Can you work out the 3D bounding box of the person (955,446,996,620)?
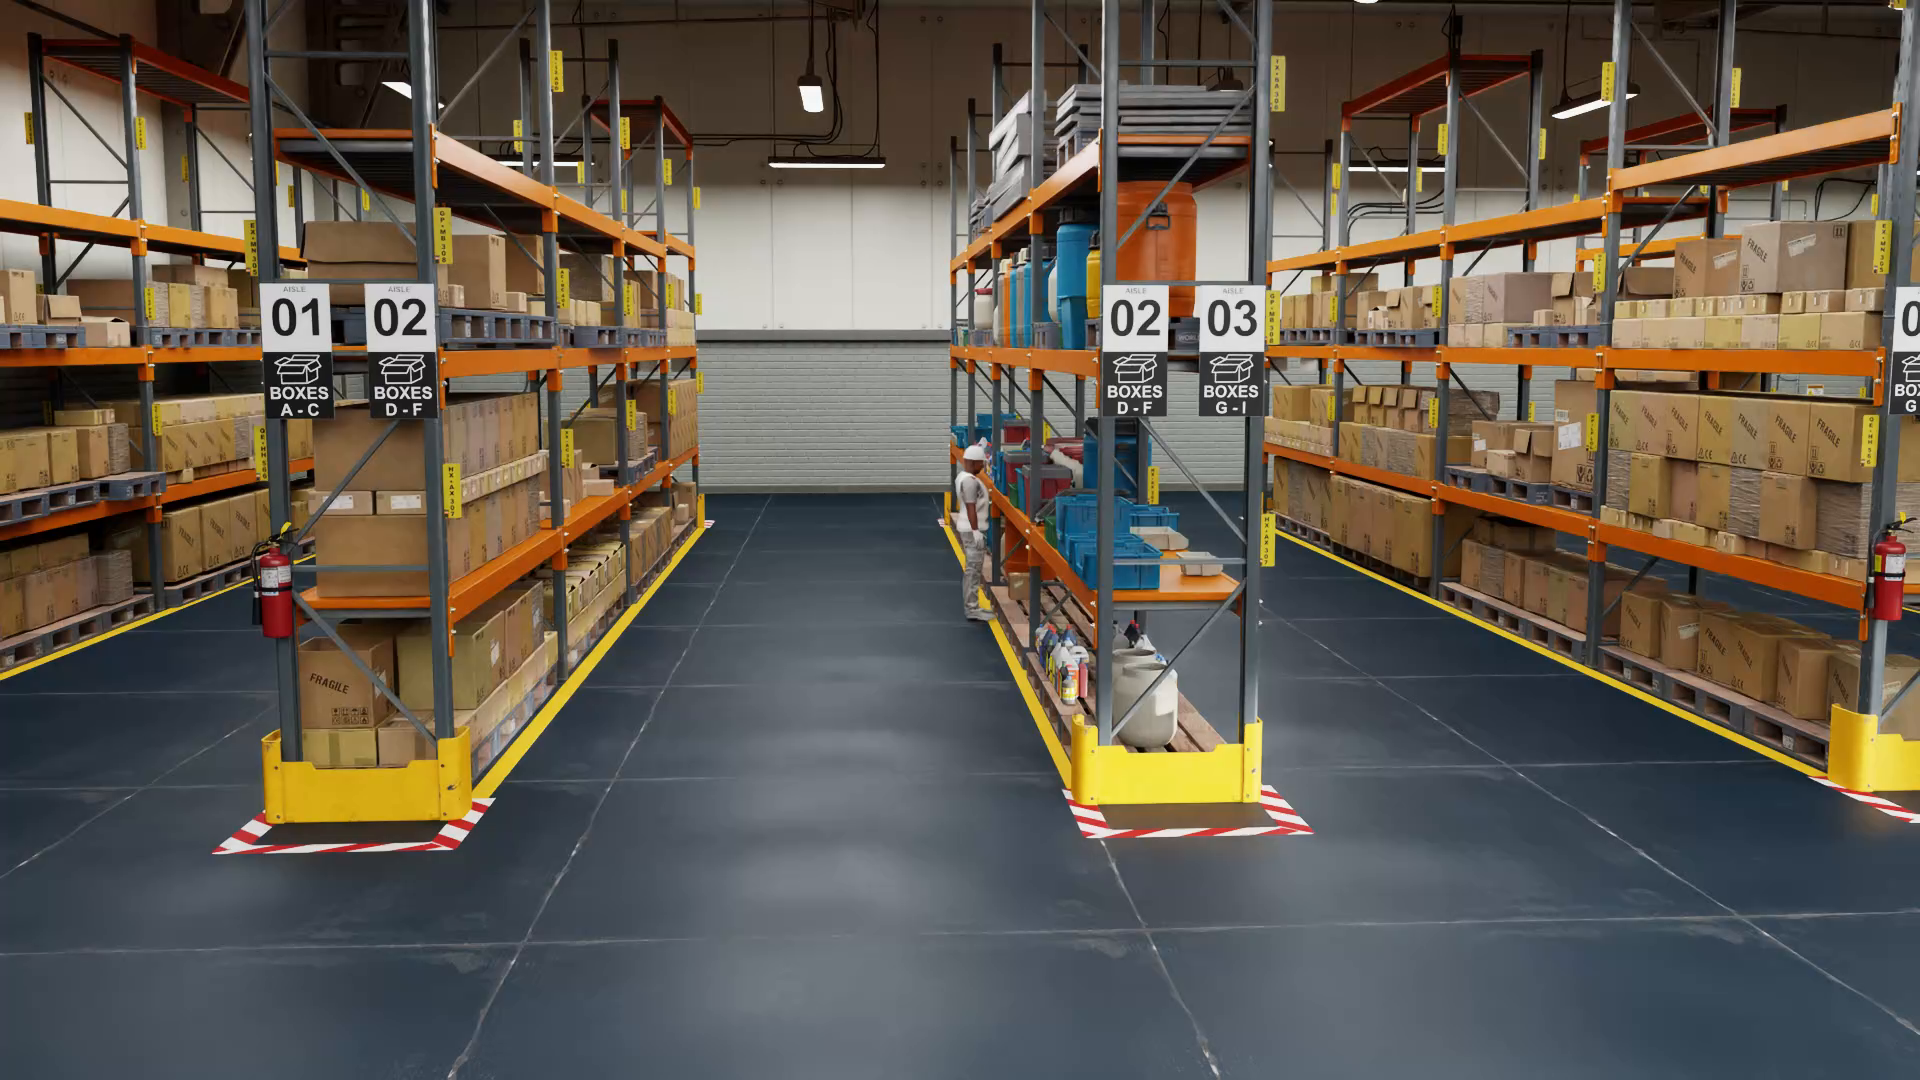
[{"bbox_3d":[0.162,-0.083,17.227,0.404,1.789,0.561,0,7,-4],"label":"person"}]
